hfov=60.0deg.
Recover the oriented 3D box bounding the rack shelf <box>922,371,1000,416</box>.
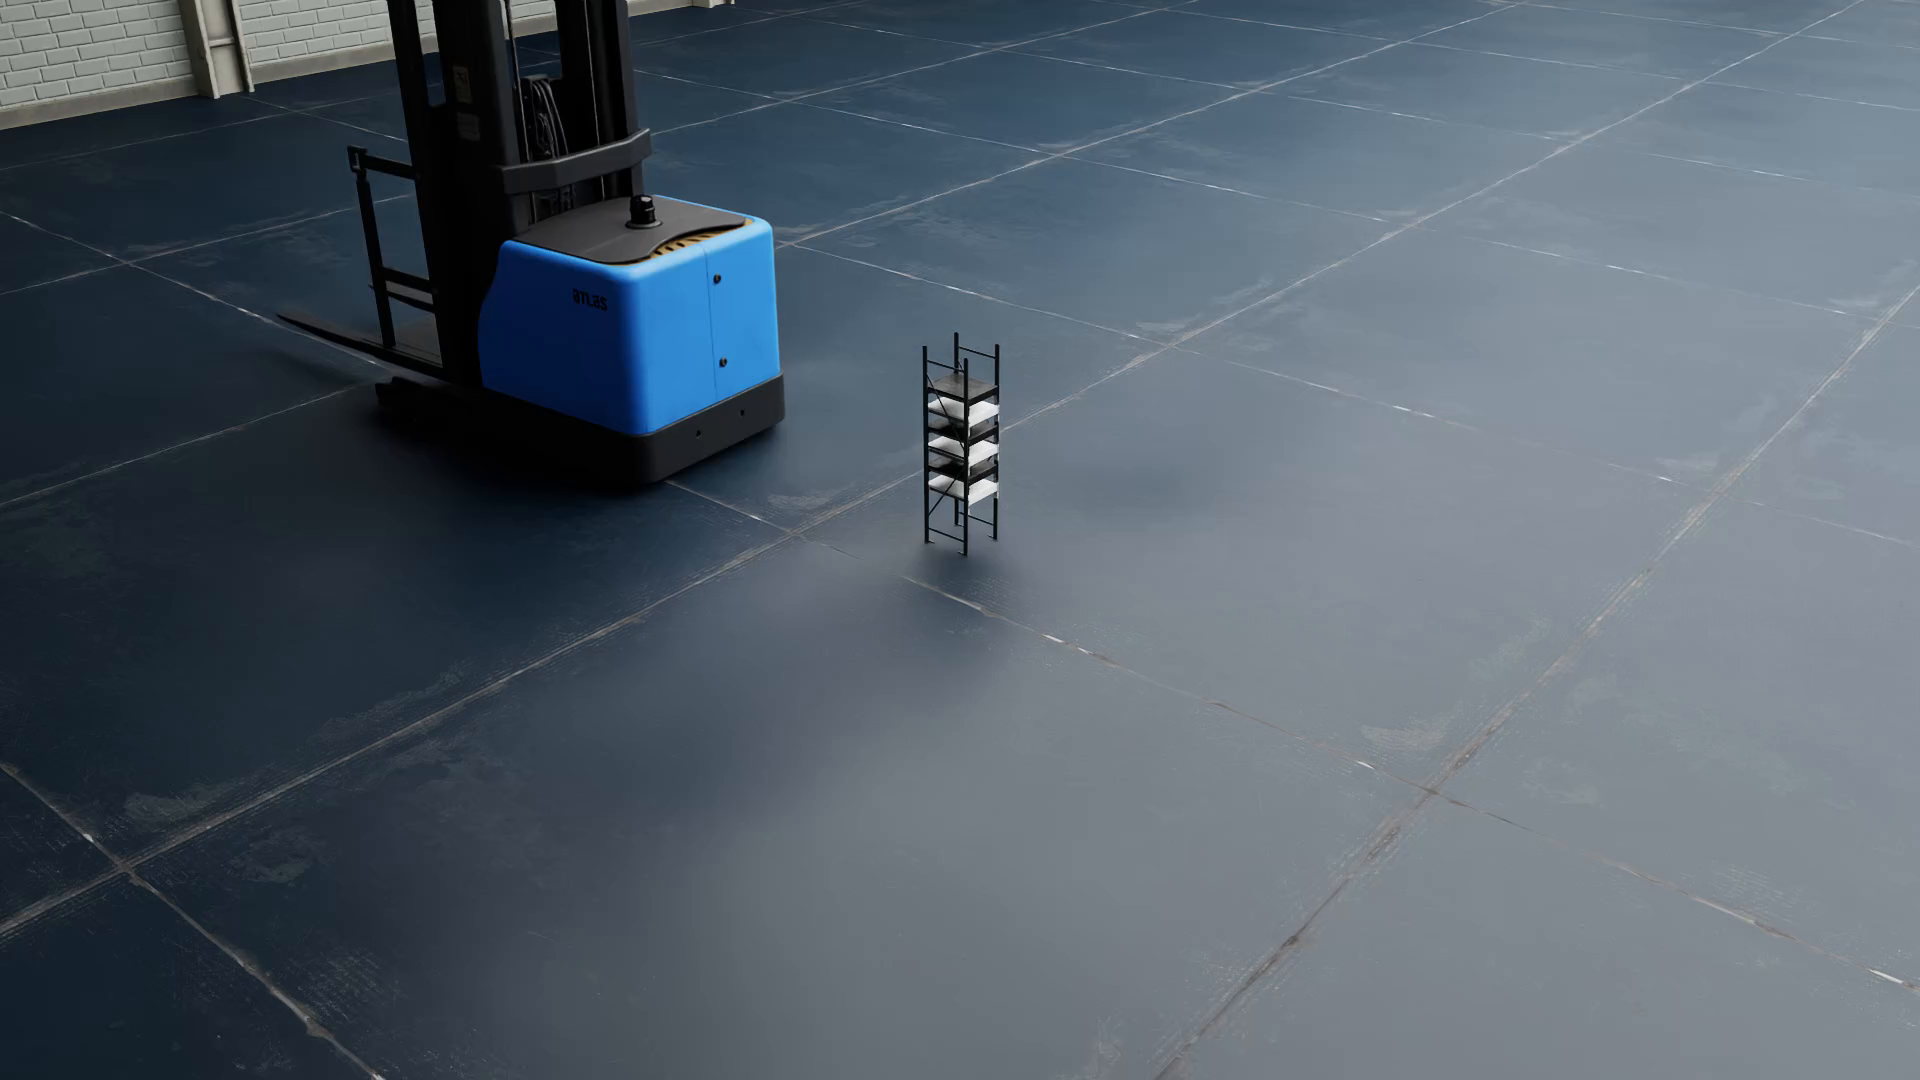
[{"bbox_3d":[0.005,-0.613,6.940,0.258,0.077,0.200,21,34,34],"label":"rack shelf"}]

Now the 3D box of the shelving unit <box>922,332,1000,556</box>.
[{"bbox_3d":[0.005,-0.403,7.049,0.258,0.900,0.210,21,34,34],"label":"shelving unit"}]

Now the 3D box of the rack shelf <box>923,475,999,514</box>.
[{"bbox_3d":[0.005,-0.213,7.147,0.258,0.077,0.200,21,34,34],"label":"rack shelf"}]

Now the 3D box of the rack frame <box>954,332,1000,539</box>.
[{"bbox_3d":[0.070,-0.439,7.118,0.240,0.900,0.006,21,34,34],"label":"rack frame"}]

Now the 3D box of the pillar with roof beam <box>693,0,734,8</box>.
[{"bbox_3d":[0.467,-8.933,14.725,9.100,9.000,0.400,21,34,34],"label":"pillar with roof beam"}]

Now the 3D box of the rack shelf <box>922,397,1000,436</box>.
[{"bbox_3d":[0.005,-0.533,6.981,0.258,0.077,0.200,21,34,34],"label":"rack shelf"}]

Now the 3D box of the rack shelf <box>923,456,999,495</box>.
[{"bbox_3d":[0.005,-0.293,7.105,0.258,0.077,0.200,21,34,34],"label":"rack shelf"}]

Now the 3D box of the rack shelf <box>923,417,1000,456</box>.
[{"bbox_3d":[0.005,-0.453,7.023,0.258,0.077,0.200,21,34,34],"label":"rack shelf"}]

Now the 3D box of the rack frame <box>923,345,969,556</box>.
[{"bbox_3d":[-0.059,-0.367,6.979,0.240,0.900,0.006,21,34,34],"label":"rack frame"}]

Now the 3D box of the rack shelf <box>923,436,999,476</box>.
[{"bbox_3d":[0.005,-0.373,7.064,0.258,0.077,0.200,21,34,34],"label":"rack shelf"}]

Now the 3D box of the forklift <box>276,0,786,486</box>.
[{"bbox_3d":[-2.361,-2.073,8.068,3.031,2.935,1.130,18,33,31],"label":"forklift"}]

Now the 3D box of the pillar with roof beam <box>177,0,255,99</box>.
[{"bbox_3d":[-3.349,-6.806,10.613,9.100,9.000,0.400,21,34,34],"label":"pillar with roof beam"}]
